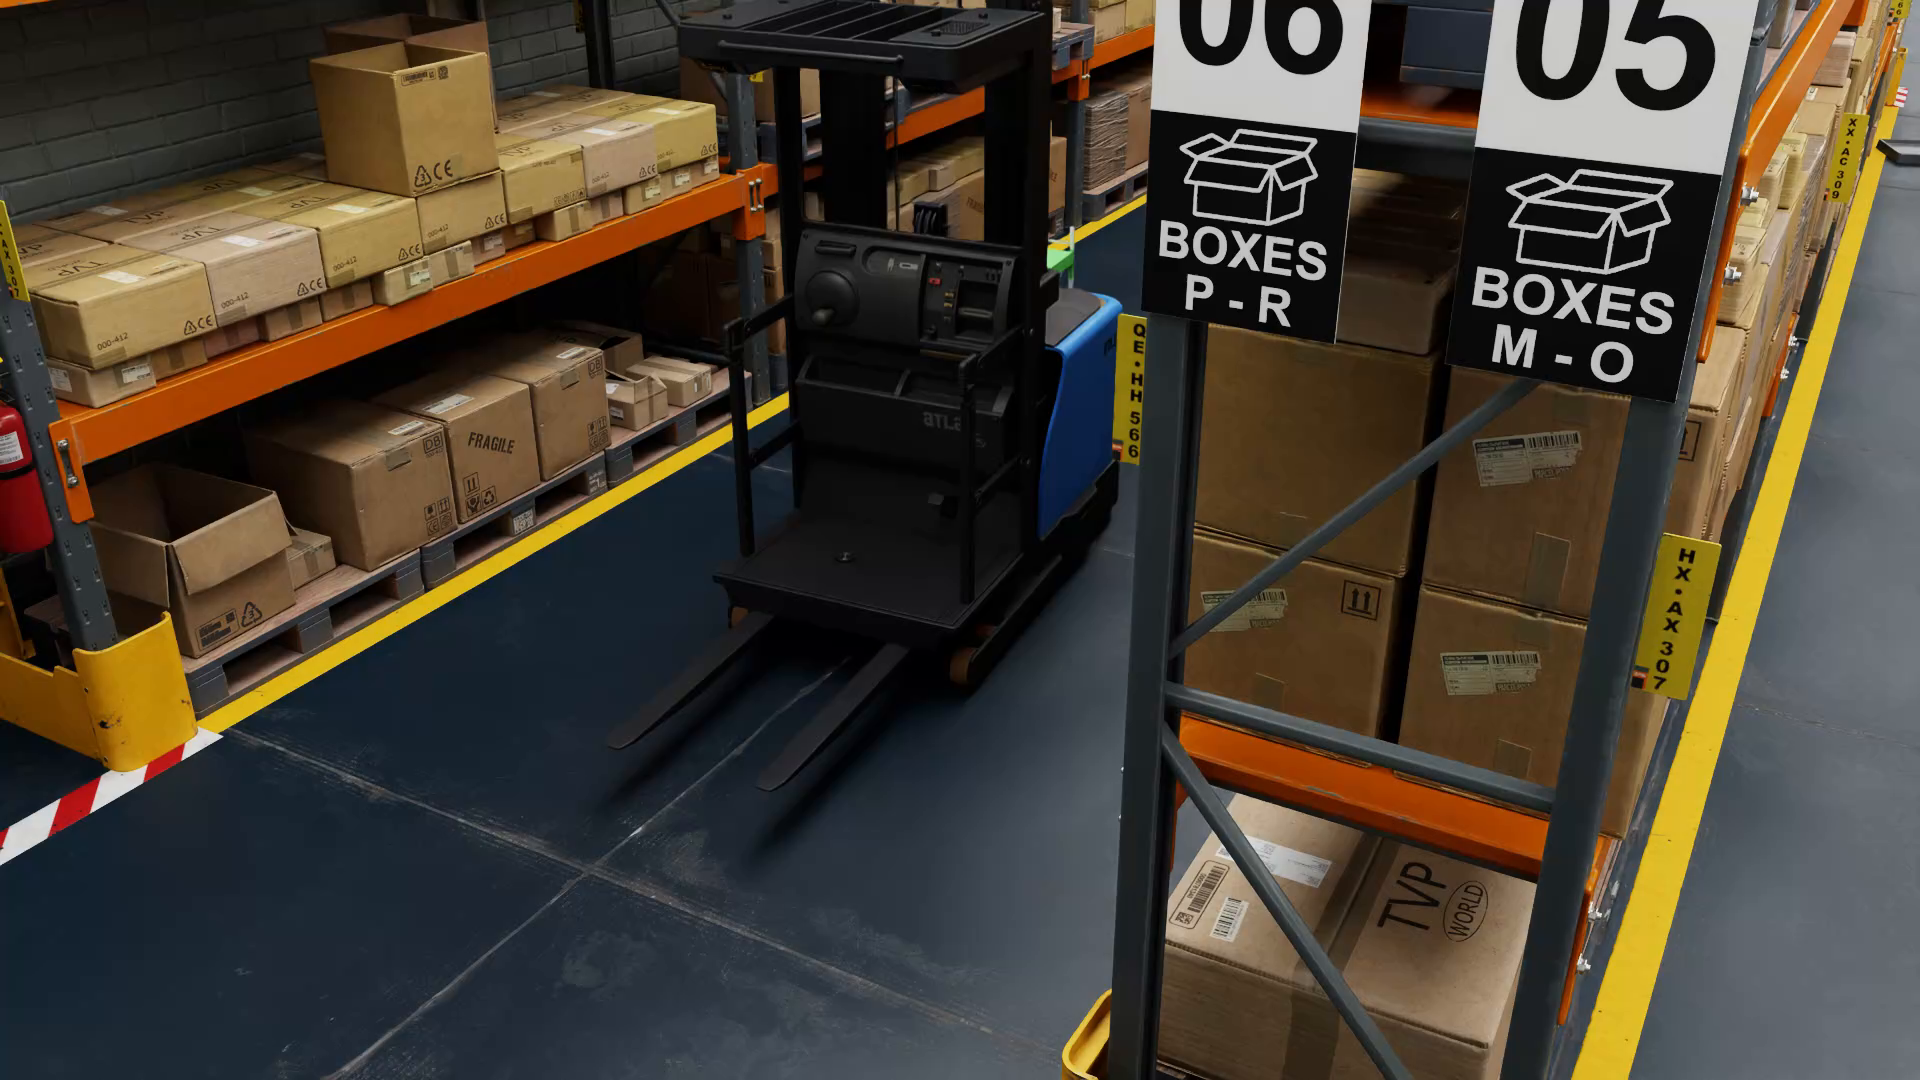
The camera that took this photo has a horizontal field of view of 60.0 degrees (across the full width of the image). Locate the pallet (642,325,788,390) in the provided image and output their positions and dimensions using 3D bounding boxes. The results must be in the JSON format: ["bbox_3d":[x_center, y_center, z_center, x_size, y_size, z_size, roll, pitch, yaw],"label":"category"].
[{"bbox_3d":[-1.155,-1.287,10.086,1.003,0.211,1.213,14,30,26],"label":"pallet"}]

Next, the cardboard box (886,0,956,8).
[{"bbox_3d":[-0.448,-3.088,9.988,0.700,0.500,0.500,14,30,26],"label":"cardboard box"}]

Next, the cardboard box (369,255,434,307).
[{"bbox_3d":[-2.412,-1.097,6.870,0.380,0.149,0.250,13,30,25],"label":"cardboard box"}]

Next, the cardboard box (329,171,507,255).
[{"bbox_3d":[-2.305,-1.432,7.096,0.500,0.250,0.500,13,30,25],"label":"cardboard box"}]

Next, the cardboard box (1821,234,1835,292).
[{"bbox_3d":[5.056,-1.907,10.675,0.950,0.372,0.625,12,29,23],"label":"cardboard box"}]

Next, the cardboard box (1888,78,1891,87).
[{"bbox_3d":[8.279,-4.178,15.348,0.500,0.250,0.500,14,30,26],"label":"cardboard box"}]

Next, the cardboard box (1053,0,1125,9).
[{"bbox_3d":[0.898,-4.038,12.075,0.500,0.250,0.500,14,30,26],"label":"cardboard box"}]

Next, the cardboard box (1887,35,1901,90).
[{"bbox_3d":[7.772,-4.112,14.378,0.500,0.500,0.500,16,31,29],"label":"cardboard box"}]

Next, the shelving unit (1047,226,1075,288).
[{"bbox_3d":[0.349,-0.915,8.238,0.258,1.200,0.503,11,29,22],"label":"shelving unit"}]

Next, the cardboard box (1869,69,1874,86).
[{"bbox_3d":[4.752,-2.588,9.178,0.500,0.250,0.500,14,30,26],"label":"cardboard box"}]

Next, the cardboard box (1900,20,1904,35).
[{"bbox_3d":[7.757,-4.331,14.091,0.380,0.149,0.250,16,31,29],"label":"cardboard box"}]

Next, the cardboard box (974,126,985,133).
[{"bbox_3d":[0.316,-2.766,11.524,0.380,0.149,0.250,13,29,23],"label":"cardboard box"}]

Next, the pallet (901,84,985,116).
[{"bbox_3d":[-0.507,-2.923,10.453,1.003,0.211,1.213,14,30,26],"label":"pallet"}]

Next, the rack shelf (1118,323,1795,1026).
[{"bbox_3d":[1.817,-0.016,5.235,1.077,0.370,4.000,14,30,26],"label":"rack shelf"}]

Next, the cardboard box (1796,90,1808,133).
[{"bbox_3d":[2.371,-1.327,5.097,0.380,0.149,0.250,14,30,26],"label":"cardboard box"}]

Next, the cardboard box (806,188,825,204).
[{"bbox_3d":[-0.806,-1.988,9.968,0.380,0.149,0.250,14,30,25],"label":"cardboard box"}]

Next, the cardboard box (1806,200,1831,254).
[{"bbox_3d":[3.263,-1.383,6.771,0.500,0.250,0.500,13,30,25],"label":"cardboard box"}]

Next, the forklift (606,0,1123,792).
[{"bbox_3d":[-0.312,-0.949,6.371,1.130,2.935,3.031,11,29,22],"label":"forklift"}]

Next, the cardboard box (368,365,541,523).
[{"bbox_3d":[-2.305,-0.446,7.614,0.500,0.500,0.500,15,30,27],"label":"cardboard box"}]

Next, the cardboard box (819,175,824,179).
[{"bbox_3d":[-0.992,-2.290,10.572,0.380,0.149,0.250,15,30,27],"label":"cardboard box"}]

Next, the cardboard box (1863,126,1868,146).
[{"bbox_3d":[6.481,-3.043,12.944,0.950,0.372,0.625,15,30,27],"label":"cardboard box"}]

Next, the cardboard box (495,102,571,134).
[{"bbox_3d":[-2.241,-1.944,8.118,0.500,0.250,0.500,14,30,26],"label":"cardboard box"}]

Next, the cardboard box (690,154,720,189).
[{"bbox_3d":[-1.459,-1.917,8.509,0.380,0.149,0.250,15,30,27],"label":"cardboard box"}]

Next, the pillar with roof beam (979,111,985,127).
[{"bbox_3d":[4.050,-6.209,10.101,9.100,9.000,0.400,14,30,26],"label":"pillar with roof beam"}]

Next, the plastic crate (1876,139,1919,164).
[{"bbox_3d":[8.223,-3.361,14.375,0.402,0.080,0.583,4,27,8],"label":"plastic crate"}]

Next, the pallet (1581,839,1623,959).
[{"bbox_3d":[1.760,0.886,5.744,1.003,0.211,1.213,14,30,26],"label":"pallet"}]

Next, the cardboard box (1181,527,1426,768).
[{"bbox_3d":[0.840,0.151,3.987,0.500,0.500,0.500,14,30,26],"label":"cardboard box"}]

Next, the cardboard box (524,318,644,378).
[{"bbox_3d":[-2.053,-0.989,8.909,0.500,0.311,0.500,15,30,28],"label":"cardboard box"}]

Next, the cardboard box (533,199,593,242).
[{"bbox_3d":[-1.929,-1.502,7.680,0.380,0.149,0.250,14,30,25],"label":"cardboard box"}]

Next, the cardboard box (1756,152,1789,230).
[{"bbox_3d":[1.900,-0.920,4.284,0.380,0.149,0.250,14,30,27],"label":"cardboard box"}]

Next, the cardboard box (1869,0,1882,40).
[{"bbox_3d":[3.992,-2.320,7.804,0.500,0.500,0.500,14,30,25],"label":"cardboard box"}]

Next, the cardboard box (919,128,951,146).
[{"bbox_3d":[-0.289,-2.781,11.553,0.380,0.149,0.250,15,30,27],"label":"cardboard box"}]

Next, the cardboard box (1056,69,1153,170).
[{"bbox_3d":[1.079,-3.390,13.355,0.875,0.625,0.625,15,30,28],"label":"cardboard box"}]

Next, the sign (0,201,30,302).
[{"bbox_3d":[-3.017,-0.918,5.265,0.100,0.325,0.005,14,30,26],"label":"sign"}]

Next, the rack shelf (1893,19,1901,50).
[{"bbox_3d":[7.721,-4.693,14.578,1.077,0.370,4.000,14,30,26],"label":"rack shelf"}]

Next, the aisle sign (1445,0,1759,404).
[{"bbox_3d":[1.051,-0.629,2.752,0.394,0.787,0.004,14,30,26],"label":"aisle sign"}]

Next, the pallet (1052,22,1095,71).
[{"bbox_3d":[0.173,-3.402,11.410,1.213,0.211,1.003,14,30,26],"label":"pallet"}]

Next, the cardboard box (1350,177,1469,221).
[{"bbox_3d":[0.993,-0.748,3.939,0.380,0.149,0.250,14,30,26],"label":"cardboard box"}]

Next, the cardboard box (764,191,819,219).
[{"bbox_3d":[-1.028,-1.895,9.451,0.380,0.149,0.250,13,29,24],"label":"cardboard box"}]

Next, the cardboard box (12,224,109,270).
[{"bbox_3d":[-3.495,-0.954,6.140,0.500,0.250,0.500,15,30,28],"label":"cardboard box"}]

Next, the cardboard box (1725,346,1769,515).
[{"bbox_3d":[2.042,-0.323,4.934,0.500,0.500,0.500,15,30,28],"label":"cardboard box"}]

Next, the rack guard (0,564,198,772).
[{"bbox_3d":[-3.452,0.438,6.316,1.175,0.500,0.348,14,30,26],"label":"rack guard"}]

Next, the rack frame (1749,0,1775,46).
[{"bbox_3d":[0.834,-2.241,2.174,1.000,3.000,0.127,14,30,26],"label":"rack frame"}]

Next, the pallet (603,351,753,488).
[{"bbox_3d":[-1.861,-0.694,8.902,1.003,0.211,1.213,14,30,26],"label":"pallet"}]

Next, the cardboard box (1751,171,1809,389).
[{"bbox_3d":[2.057,-0.774,4.717,0.500,0.500,0.500,14,30,26],"label":"cardboard box"}]

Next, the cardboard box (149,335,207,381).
[{"bbox_3d":[-3.004,-0.715,6.107,0.380,0.149,0.250,15,30,27],"label":"cardboard box"}]

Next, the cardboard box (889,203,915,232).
[{"bbox_3d":[-0.585,-1.821,10.360,0.500,0.500,0.500,13,29,25],"label":"cardboard box"}]

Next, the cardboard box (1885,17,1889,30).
[{"bbox_3d":[5.442,-3.371,10.220,0.500,0.500,0.500,16,31,29],"label":"cardboard box"}]

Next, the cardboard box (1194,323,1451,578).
[{"bbox_3d":[0.863,-0.291,3.751,0.500,0.500,0.500,15,30,28],"label":"cardboard box"}]

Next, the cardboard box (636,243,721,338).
[{"bbox_3d":[-1.538,-1.535,9.790,0.500,0.500,0.500,14,30,26],"label":"cardboard box"}]

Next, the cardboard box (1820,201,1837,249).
[{"bbox_3d":[3.767,-1.562,7.687,0.500,0.250,0.500,14,30,26],"label":"cardboard box"}]

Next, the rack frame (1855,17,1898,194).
[{"bbox_3d":[6.737,-4.235,12.859,1.000,3.000,0.127,14,30,26],"label":"rack frame"}]

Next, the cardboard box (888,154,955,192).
[{"bbox_3d":[-0.253,-2.369,10.730,0.380,0.149,0.250,13,29,24],"label":"cardboard box"}]
